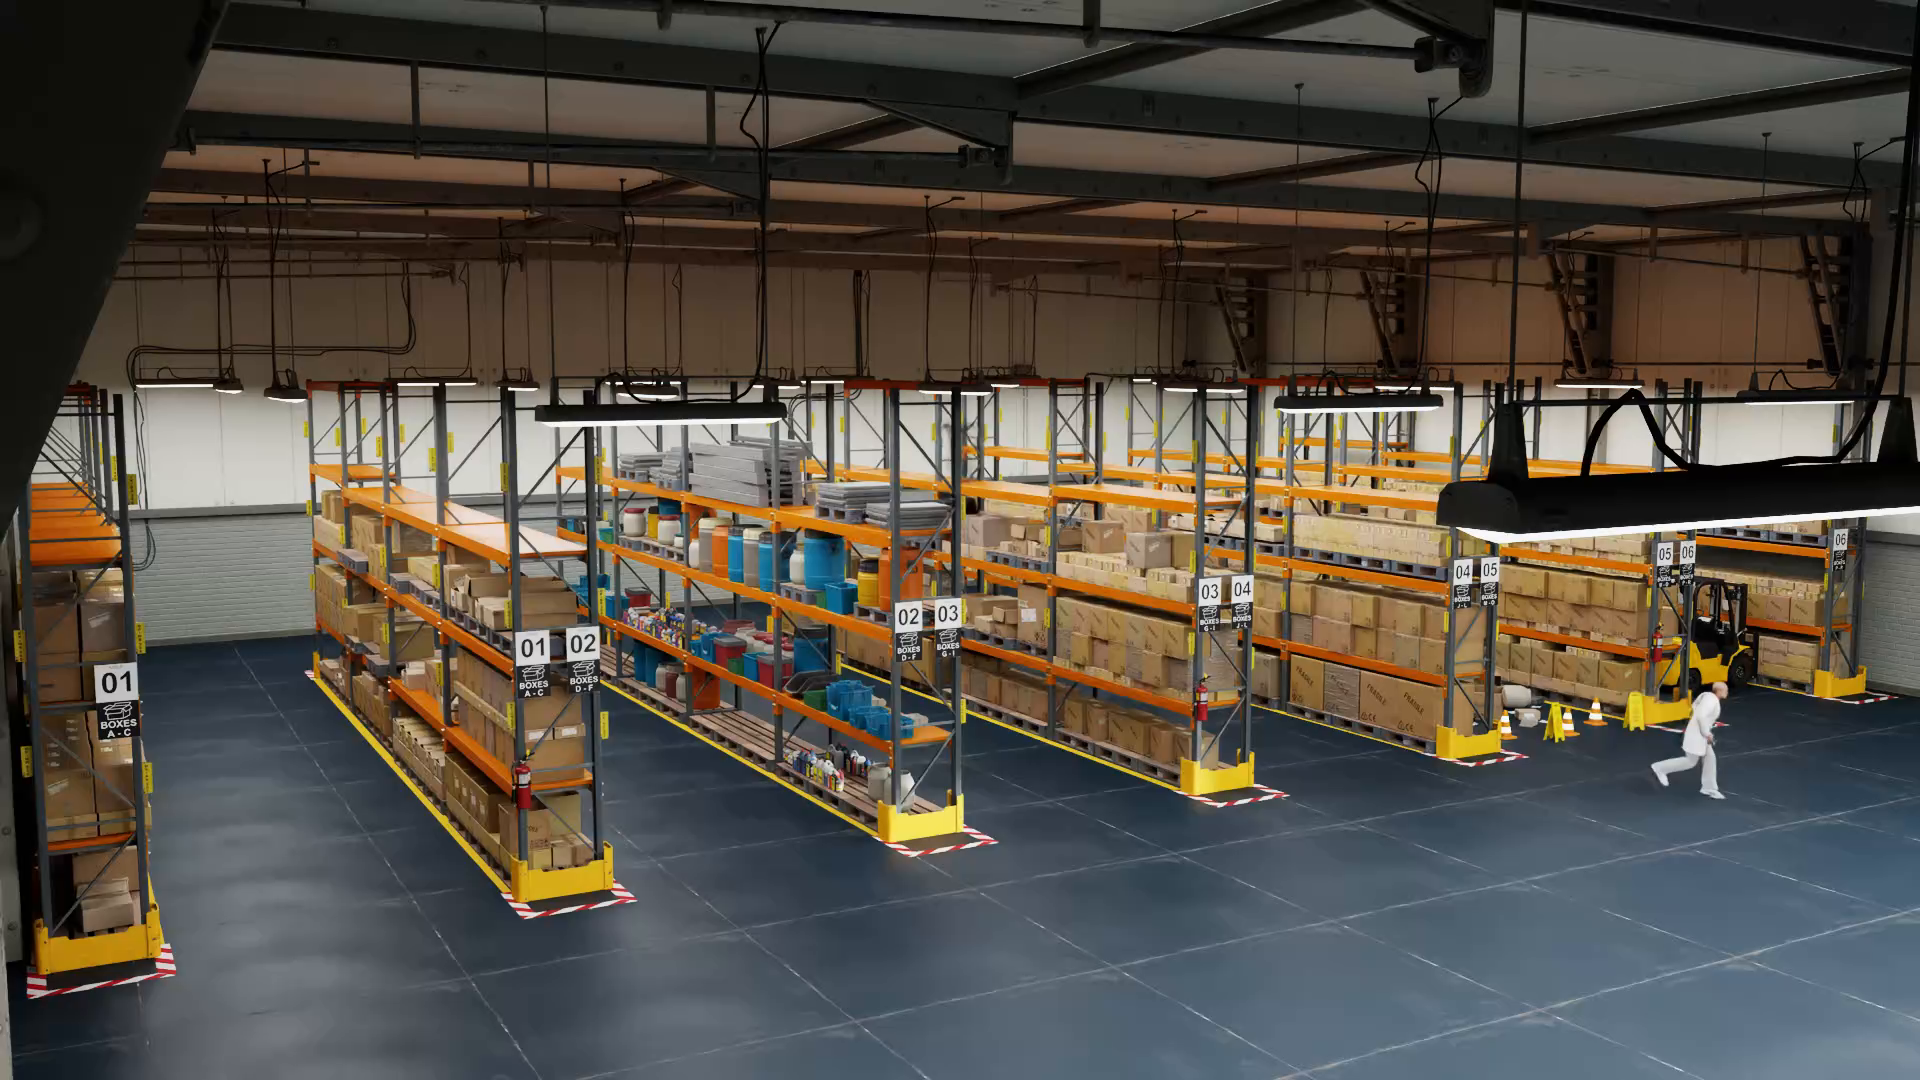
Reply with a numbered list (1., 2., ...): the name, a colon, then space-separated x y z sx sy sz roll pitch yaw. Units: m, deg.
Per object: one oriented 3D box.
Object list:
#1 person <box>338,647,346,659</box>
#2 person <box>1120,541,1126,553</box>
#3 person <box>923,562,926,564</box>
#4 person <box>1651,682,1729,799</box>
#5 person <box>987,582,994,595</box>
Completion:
1. person: -12.771 1.766 34.913 0.681 1.759 0.772 -1 6 -11
2. person: 4.503 0.688 45.410 0.881 1.586 0.538 -6 8 -43
3. person: -0.909 1.290 39.457 0.574 1.568 0.681 -3 7 -30
4. person: 10.719 2.912 24.400 1.030 1.738 0.730 2 6 16
5. person: 0.791 1.030 42.183 0.560 1.668 0.754 1 6 5
